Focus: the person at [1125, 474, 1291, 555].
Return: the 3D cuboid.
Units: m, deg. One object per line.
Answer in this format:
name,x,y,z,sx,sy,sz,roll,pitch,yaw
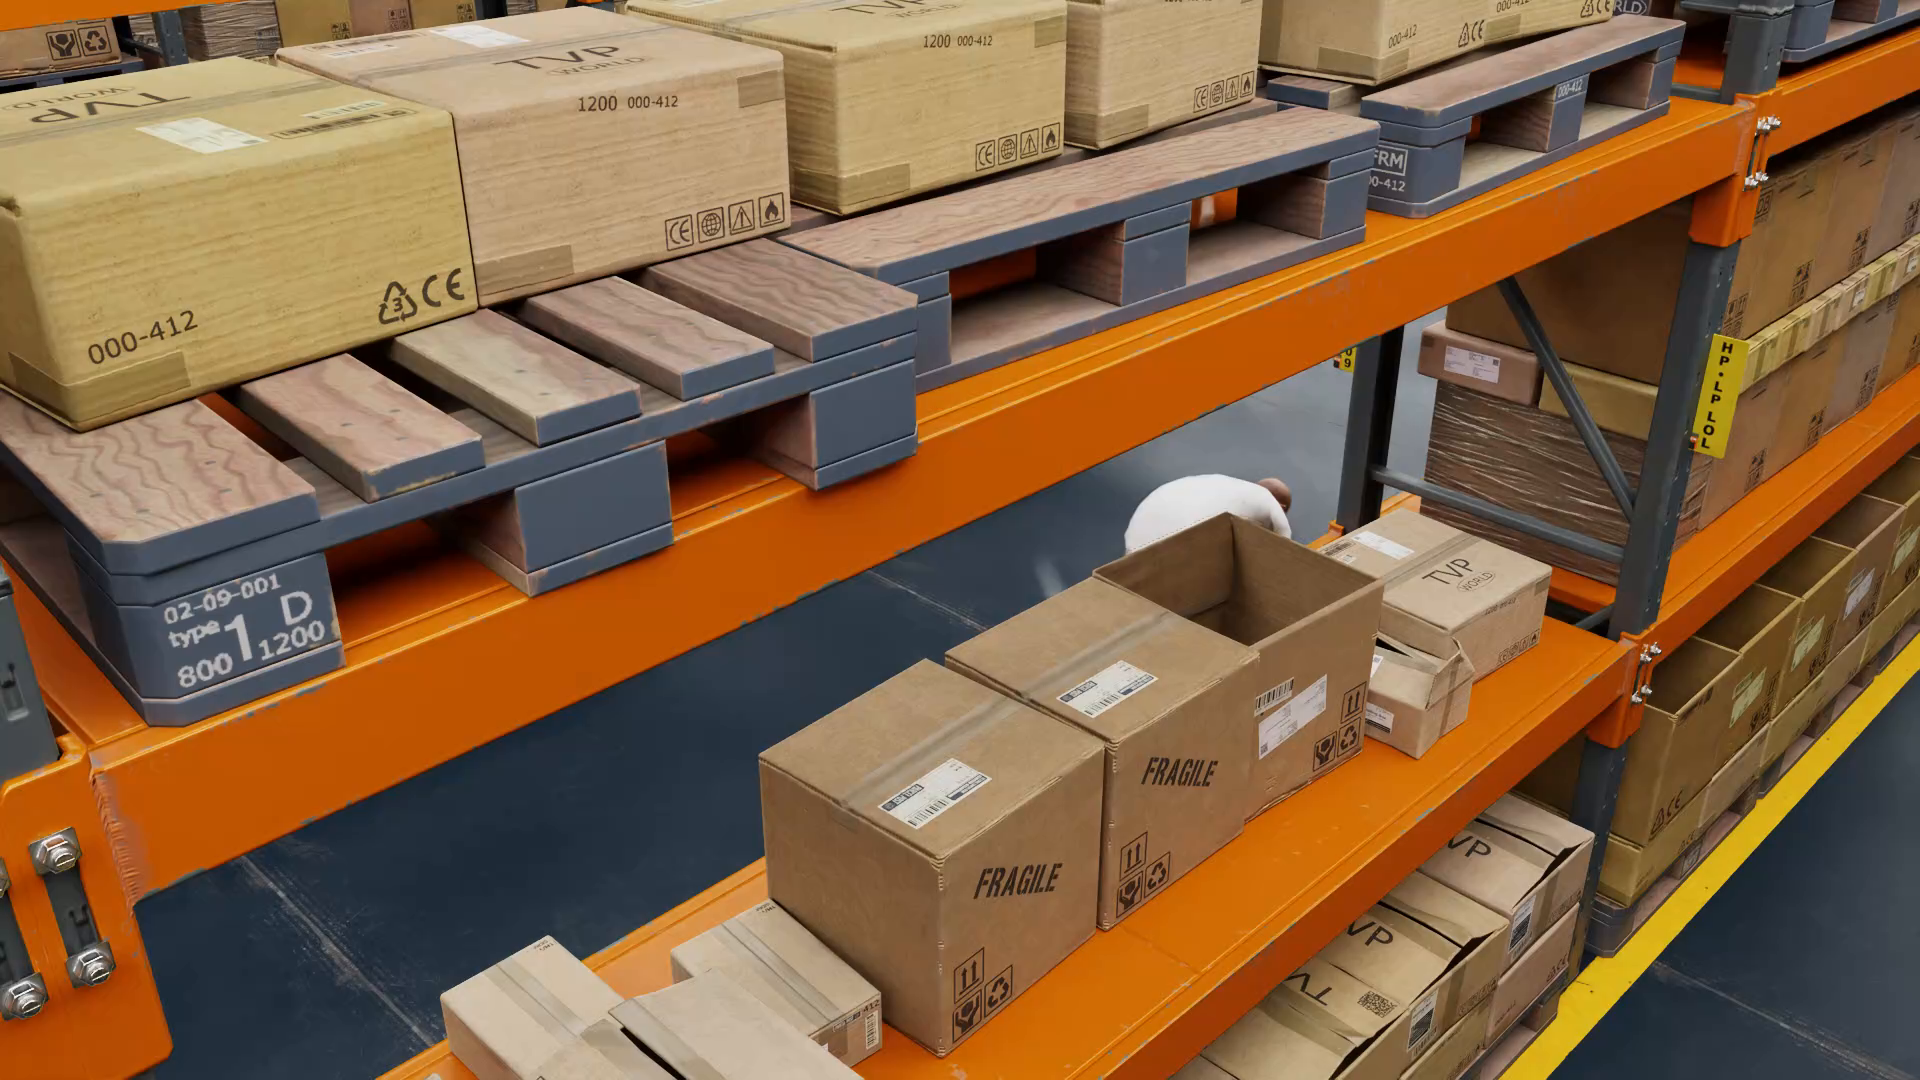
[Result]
person,1.038,0.145,6.749,0.586,0.952,0.945,23,35,37
